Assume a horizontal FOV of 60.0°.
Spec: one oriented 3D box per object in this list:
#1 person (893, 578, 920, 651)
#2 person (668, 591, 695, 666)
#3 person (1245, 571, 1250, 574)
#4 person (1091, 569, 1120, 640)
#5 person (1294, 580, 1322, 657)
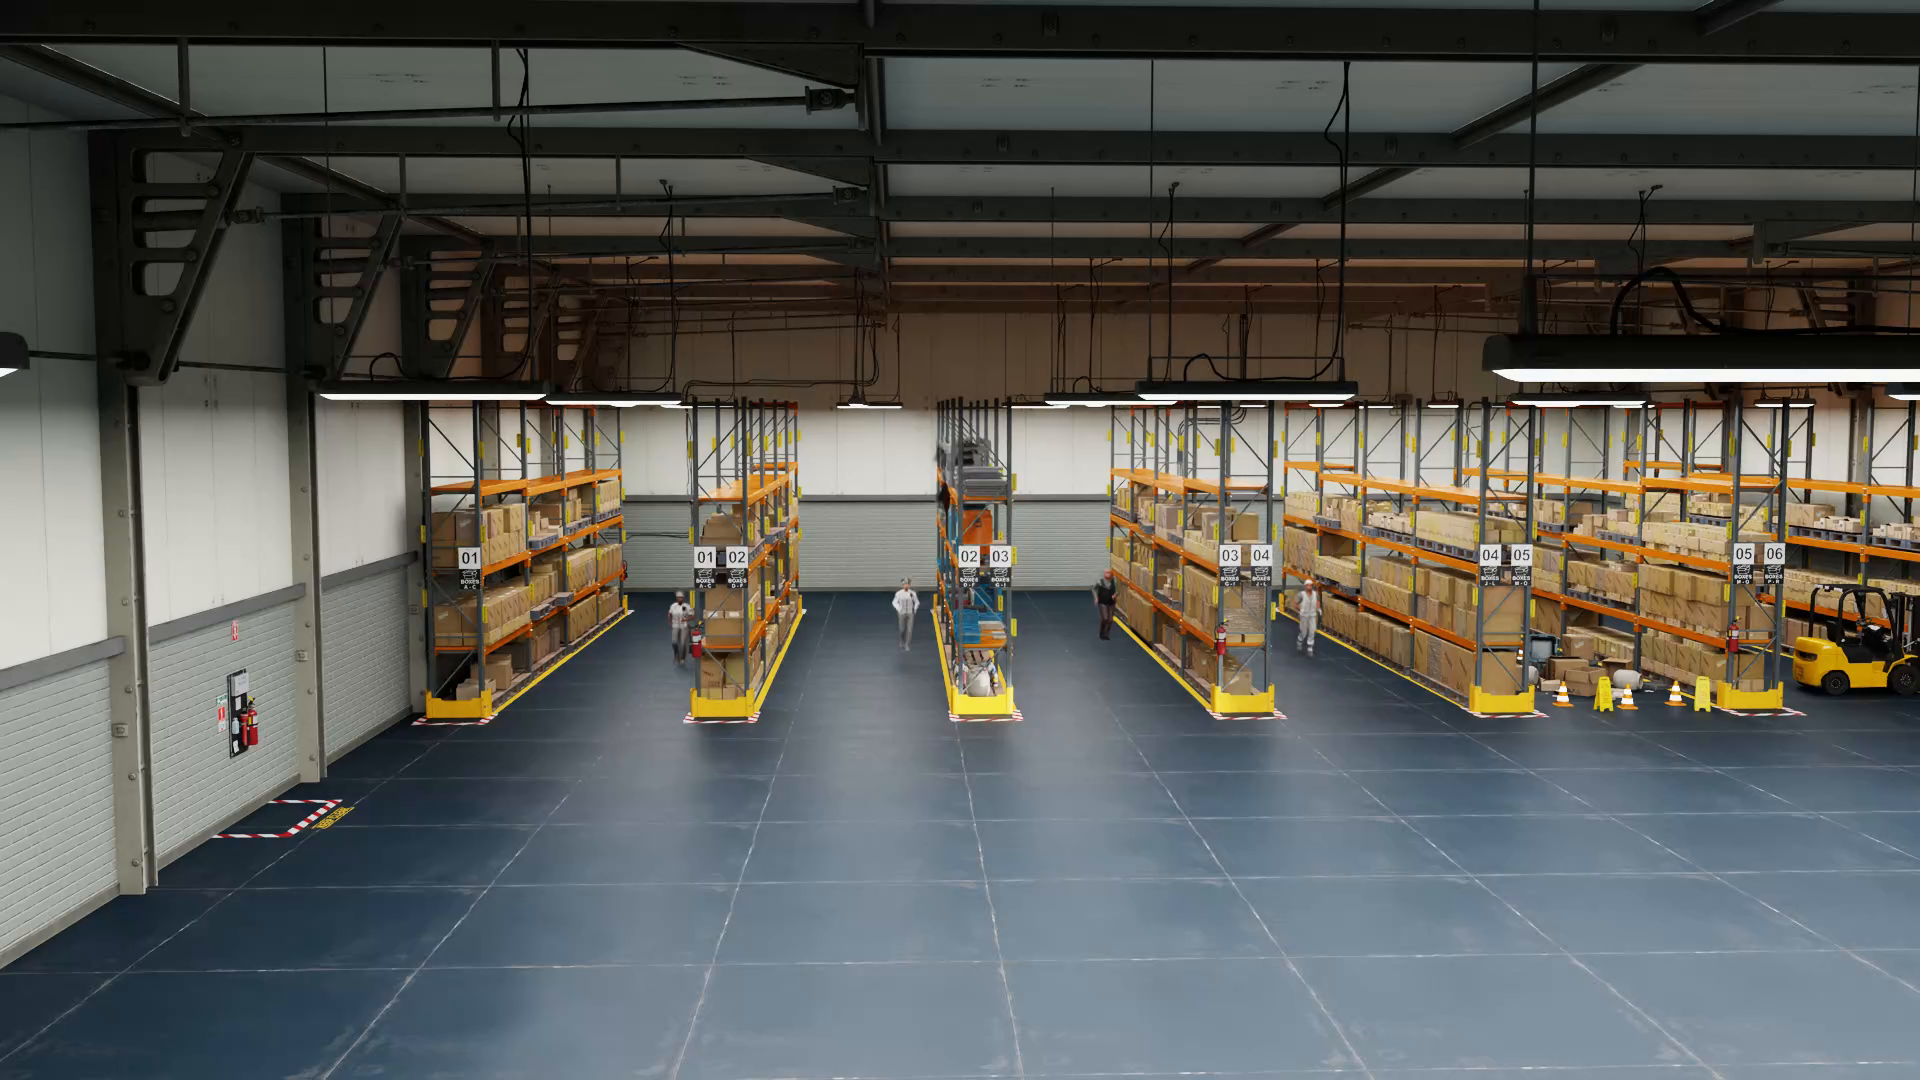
[{"bbox_3d":[-1.213,1.683,37.823,0.615,1.659,0.523,-1,4,-7],"label":"person"},{"bbox_3d":[-6.284,1.990,37.440,0.634,1.696,0.587,0,4,3],"label":"person"},{"bbox_3d":[7.963,1.244,46.960,0.711,1.796,0.636,2,5,22],"label":"person"},{"bbox_3d":[3.487,1.542,39.447,0.644,1.703,0.592,-1,4,-11],"label":"person"},{"bbox_3d":[8.171,1.817,39.083,0.686,1.792,0.839,0,4,-6],"label":"person"}]
